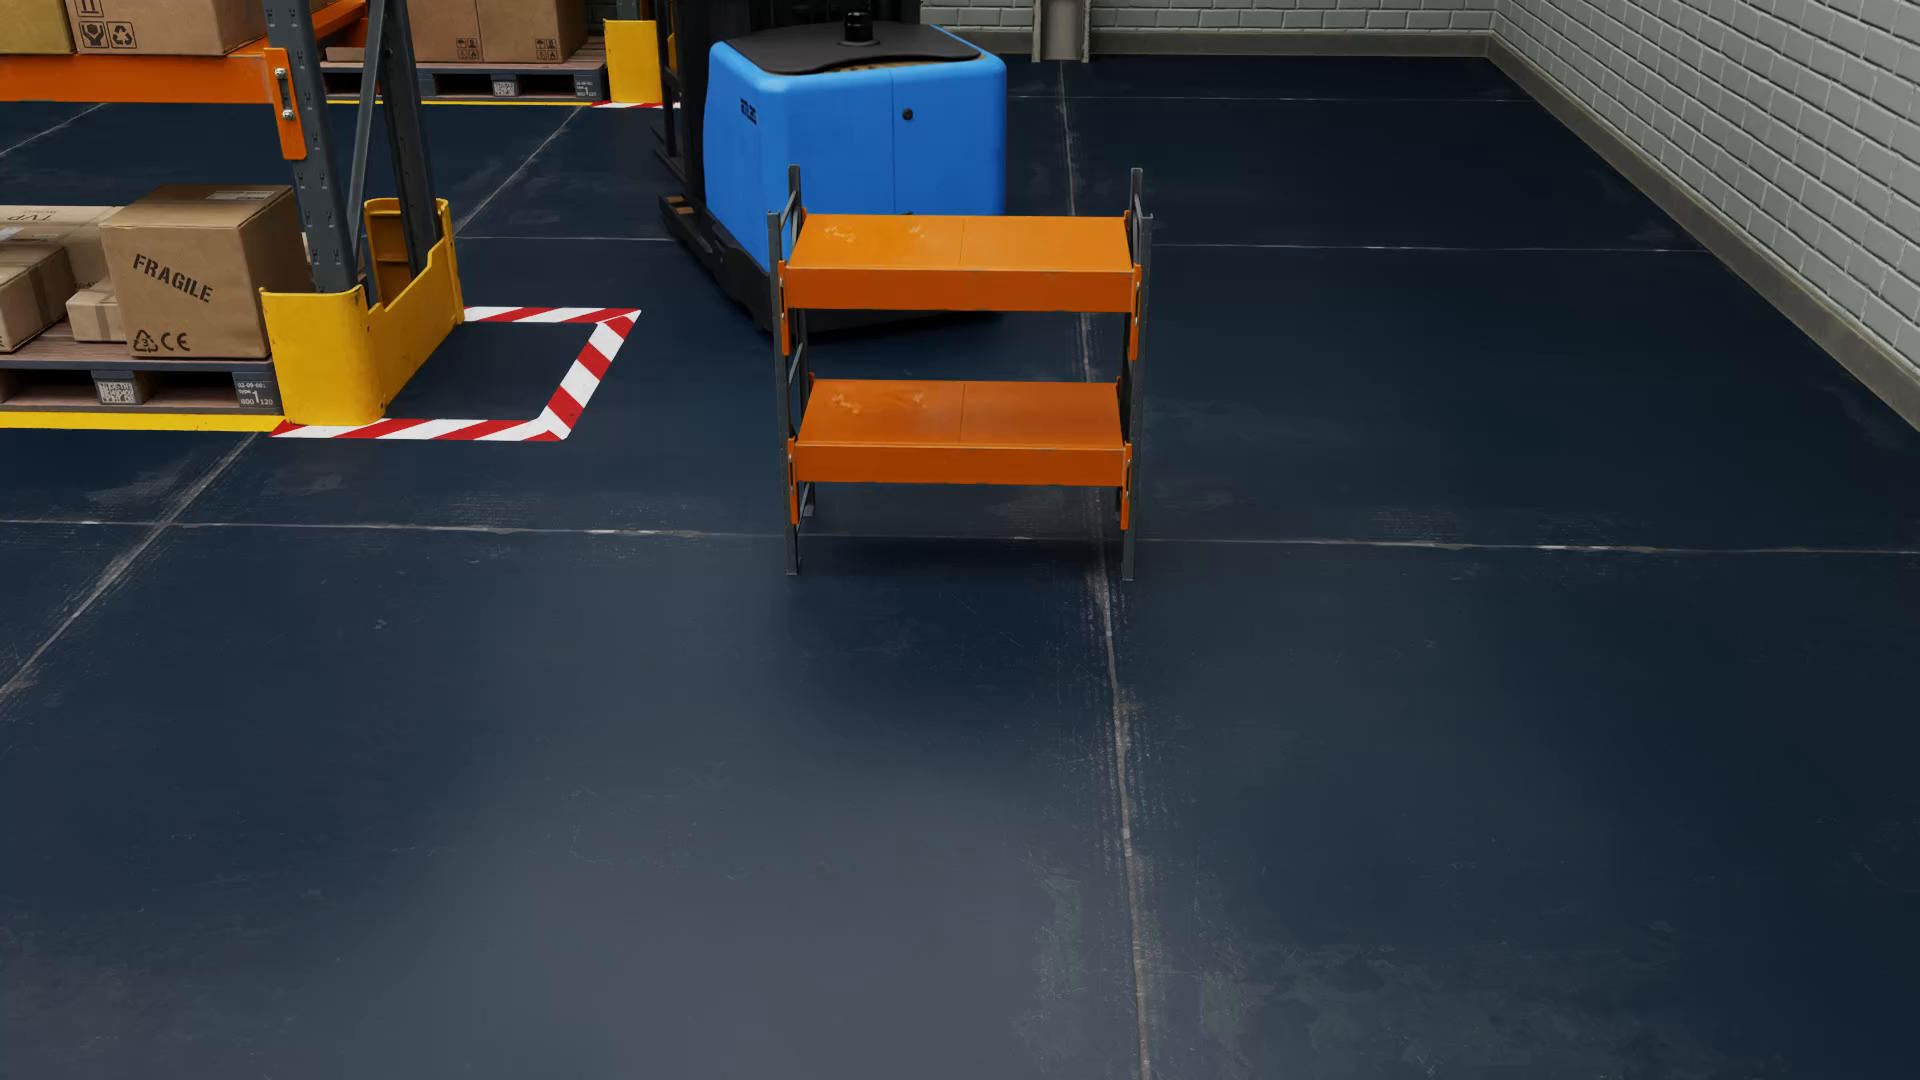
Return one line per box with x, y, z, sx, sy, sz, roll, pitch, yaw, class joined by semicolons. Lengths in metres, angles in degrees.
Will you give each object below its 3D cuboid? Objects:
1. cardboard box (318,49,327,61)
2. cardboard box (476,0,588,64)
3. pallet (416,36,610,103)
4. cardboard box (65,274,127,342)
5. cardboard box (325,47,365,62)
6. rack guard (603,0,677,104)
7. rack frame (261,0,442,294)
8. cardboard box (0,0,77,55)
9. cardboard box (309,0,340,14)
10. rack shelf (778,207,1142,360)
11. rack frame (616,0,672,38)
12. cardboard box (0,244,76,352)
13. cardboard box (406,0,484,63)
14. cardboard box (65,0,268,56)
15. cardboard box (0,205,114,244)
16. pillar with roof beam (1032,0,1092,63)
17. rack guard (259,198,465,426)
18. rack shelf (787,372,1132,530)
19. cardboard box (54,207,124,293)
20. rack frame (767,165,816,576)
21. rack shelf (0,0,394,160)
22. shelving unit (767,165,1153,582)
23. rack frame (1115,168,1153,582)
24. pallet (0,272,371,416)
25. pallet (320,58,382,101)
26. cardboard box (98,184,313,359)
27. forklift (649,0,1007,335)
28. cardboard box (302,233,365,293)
-4.268;-3.398;10.678;0.500;0.500;0.700;2;28;3;cardboard box
-2.732;-3.376;10.637;0.500;0.500;0.700;1;28;2;cardboard box
-2.831;-3.075;10.825;1.213;0.211;1.003;1;28;2;pallet
-3.153;-0.897;6.294;0.250;0.166;0.380;1;28;2;cardboard box
-3.734;-3.392;10.668;0.500;0.500;0.700;0;28;0;cardboard box
-2.005;-3.226;10.801;0.348;0.500;1.175;1;28;2;rack guard
-2.200;-2.012;5.842;0.127;3.000;1.000;1;28;2;rack frame
-3.176;-1.943;5.605;0.500;0.500;0.500;1;28;2;cardboard box
-2.634;-2.187;6.065;0.500;0.500;0.500;2;28;3;cardboard box
0.007;-0.755;4.849;1.000;0.278;0.538;1;28;2;rack shelf
-2.029;-4.330;10.216;0.127;3.000;1.000;1;28;2;rack frame
-3.700;-0.915;6.239;0.500;0.250;0.500;1;28;2;cardboard box
-3.232;-3.384;10.652;0.500;0.500;0.700;1;28;2;cardboard box
-2.657;-1.936;5.592;0.500;0.500;0.500;2;28;3;cardboard box
-3.733;-1.149;6.682;0.500;0.250;0.500;1;28;2;cardboard box
0.548;-5.326;5.689;0.400;9.000;9.100;1;28;2;pillar with roof beam
-2.276;-0.908;6.430;0.348;0.500;1.175;1;28;2;rack guard
0.007;-0.281;5.101;1.000;0.278;0.538;1;28;2;rack shelf
-3.233;-1.141;6.666;0.500;0.250;0.500;1;28;2;cardboard box
-0.501;-0.505;5.002;0.032;1.125;0.500;1;28;2;rack frame
-4.199;-1.727;6.073;4.000;0.370;1.077;1;28;2;rack shelf
0.007;-0.497;4.986;1.048;1.125;0.538;1;28;2;shelving unit
0.515;-0.488;4.970;0.032;1.125;0.500;1;28;2;rack frame
-3.072;-0.793;6.522;1.213;0.211;1.003;1;28;2;pallet
-4.047;-3.096;10.866;1.213;0.211;1.003;1;28;2;pallet
-2.752;-0.995;6.124;0.500;0.500;0.500;1;28;2;cardboard box
-0.817;-2.782;7.368;1.130;2.935;3.031;-11;30;-19;forklift
-2.606;-1.114;6.723;0.250;0.149;0.380;1;28;2;cardboard box
